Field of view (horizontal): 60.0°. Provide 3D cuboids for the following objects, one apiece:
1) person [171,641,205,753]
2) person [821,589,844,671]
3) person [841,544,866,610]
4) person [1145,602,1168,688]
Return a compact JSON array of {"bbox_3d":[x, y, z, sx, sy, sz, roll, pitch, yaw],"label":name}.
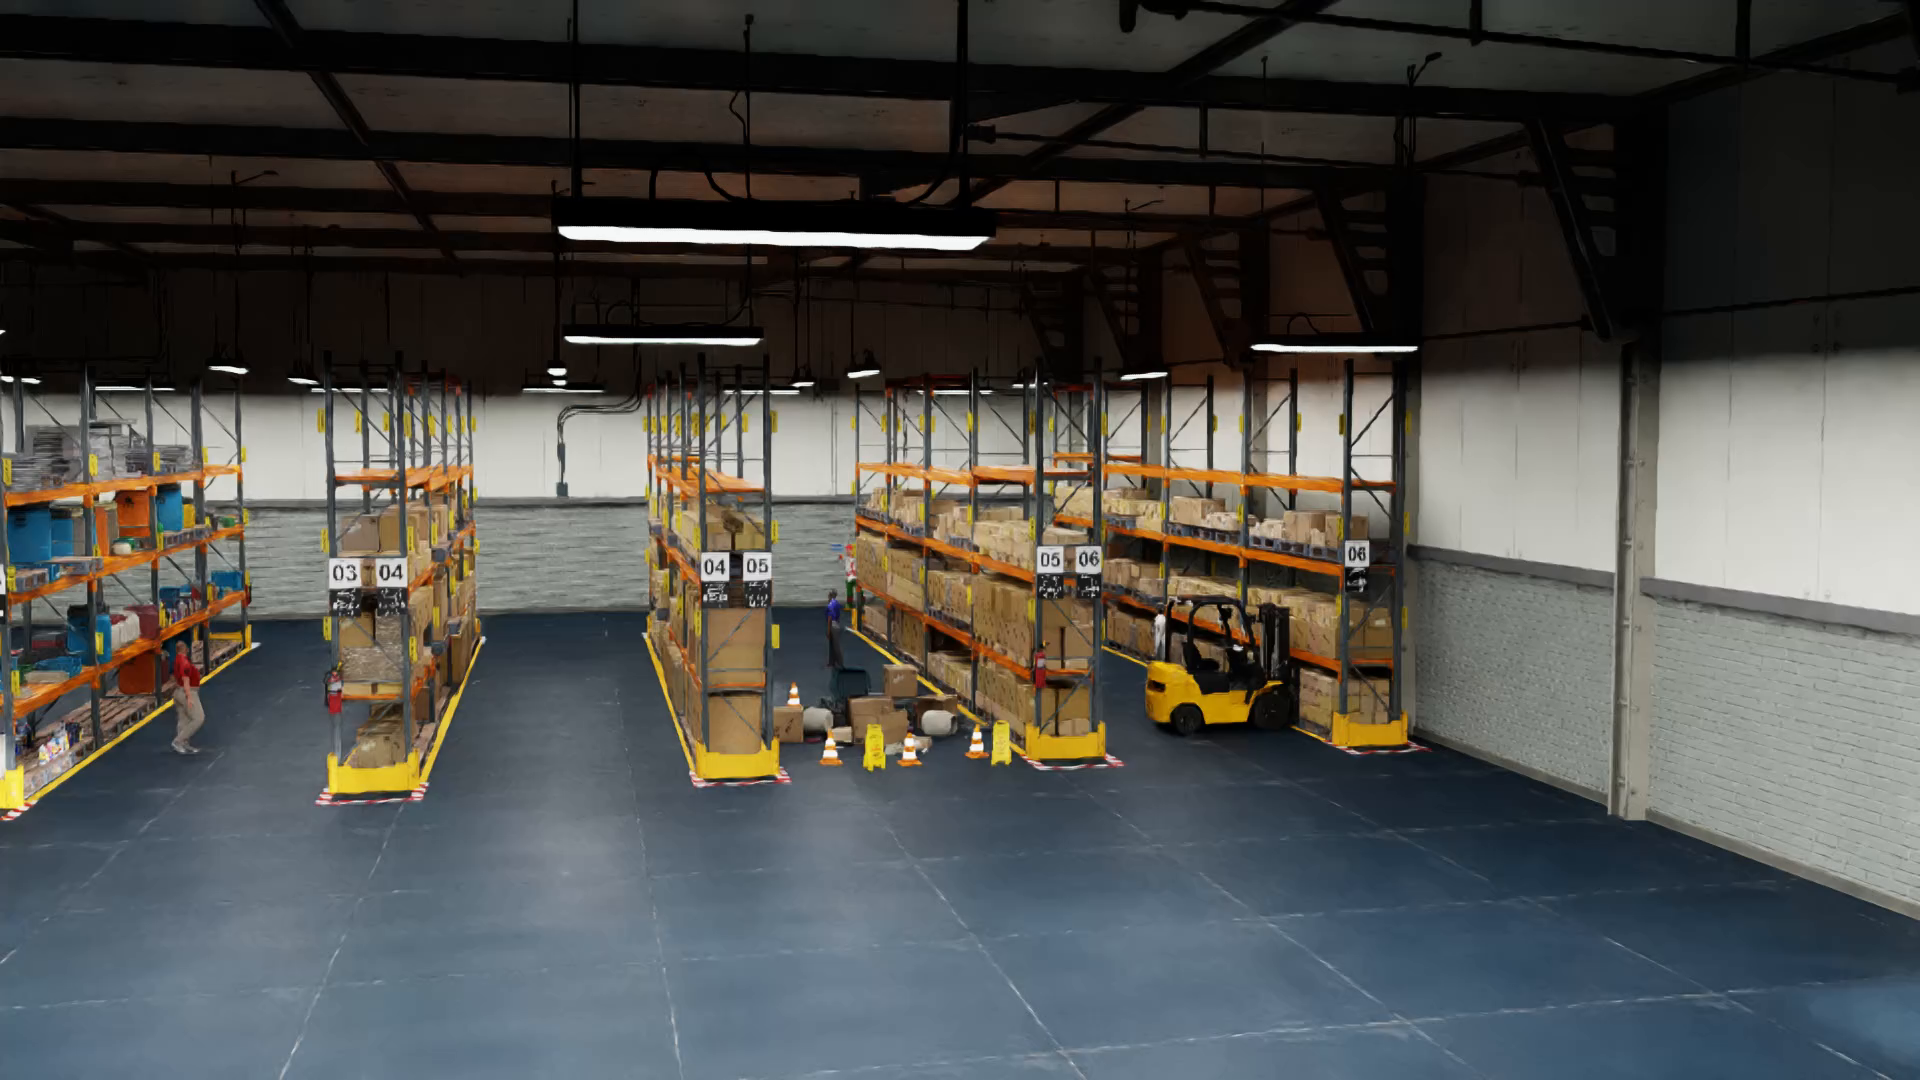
[{"bbox_3d":[-11.753,2.387,25.197,0.462,1.723,0.588,-3,5,-41],"label":"person"},{"bbox_3d":[-2.595,1.863,33.793,0.549,1.549,0.588,1,4,11],"label":"person"},{"bbox_3d":[-2.869,1.004,44.826,0.711,1.786,0.551,-4,5,-42],"label":"person"},{"bbox_3d":[3.728,1.990,31.136,0.555,1.664,0.585,1,4,12],"label":"person"}]
